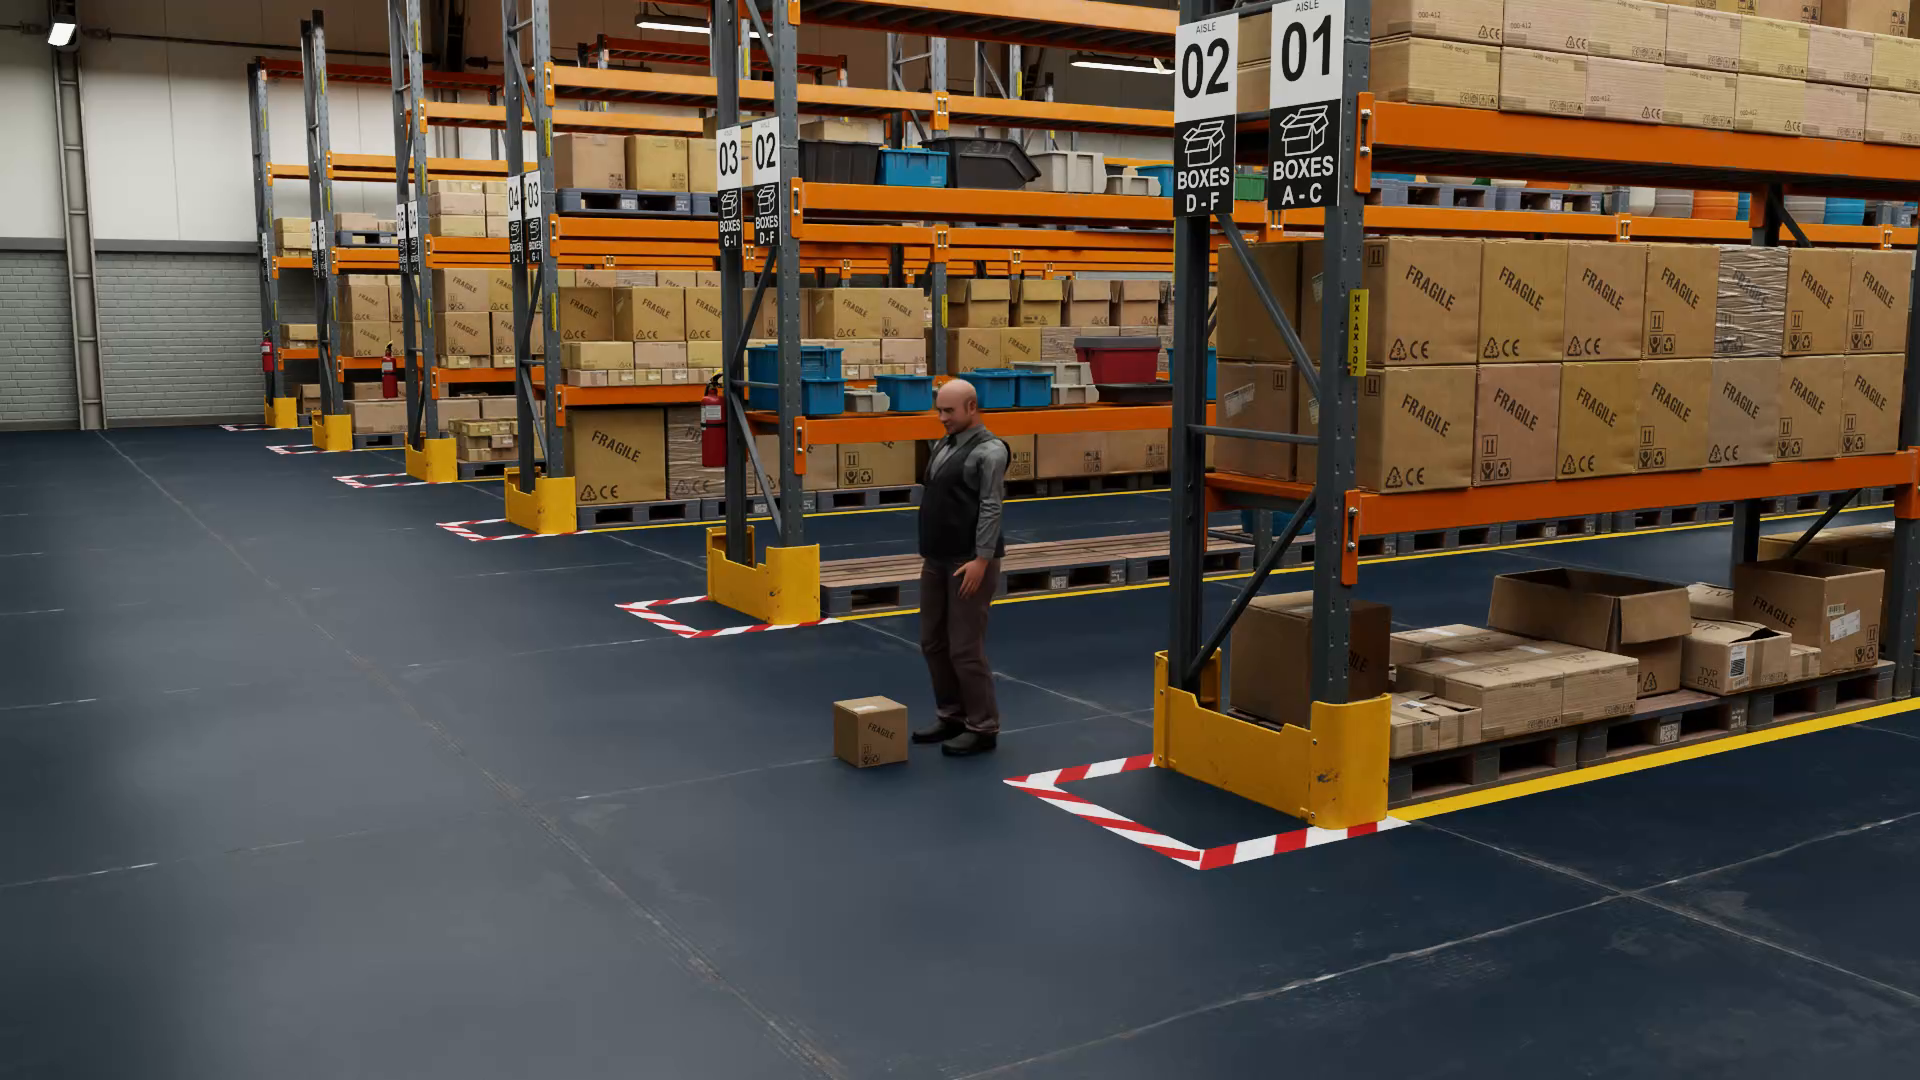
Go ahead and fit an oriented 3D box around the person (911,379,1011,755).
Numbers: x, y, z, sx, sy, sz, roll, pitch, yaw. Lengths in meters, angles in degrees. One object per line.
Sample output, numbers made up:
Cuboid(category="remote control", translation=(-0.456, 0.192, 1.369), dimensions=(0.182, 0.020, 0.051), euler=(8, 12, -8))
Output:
Cuboid(category="person", translation=(0.010, 0.114, 7.664), dimensions=(0.354, 1.710, 0.536), euler=(-5, 10, -32))
